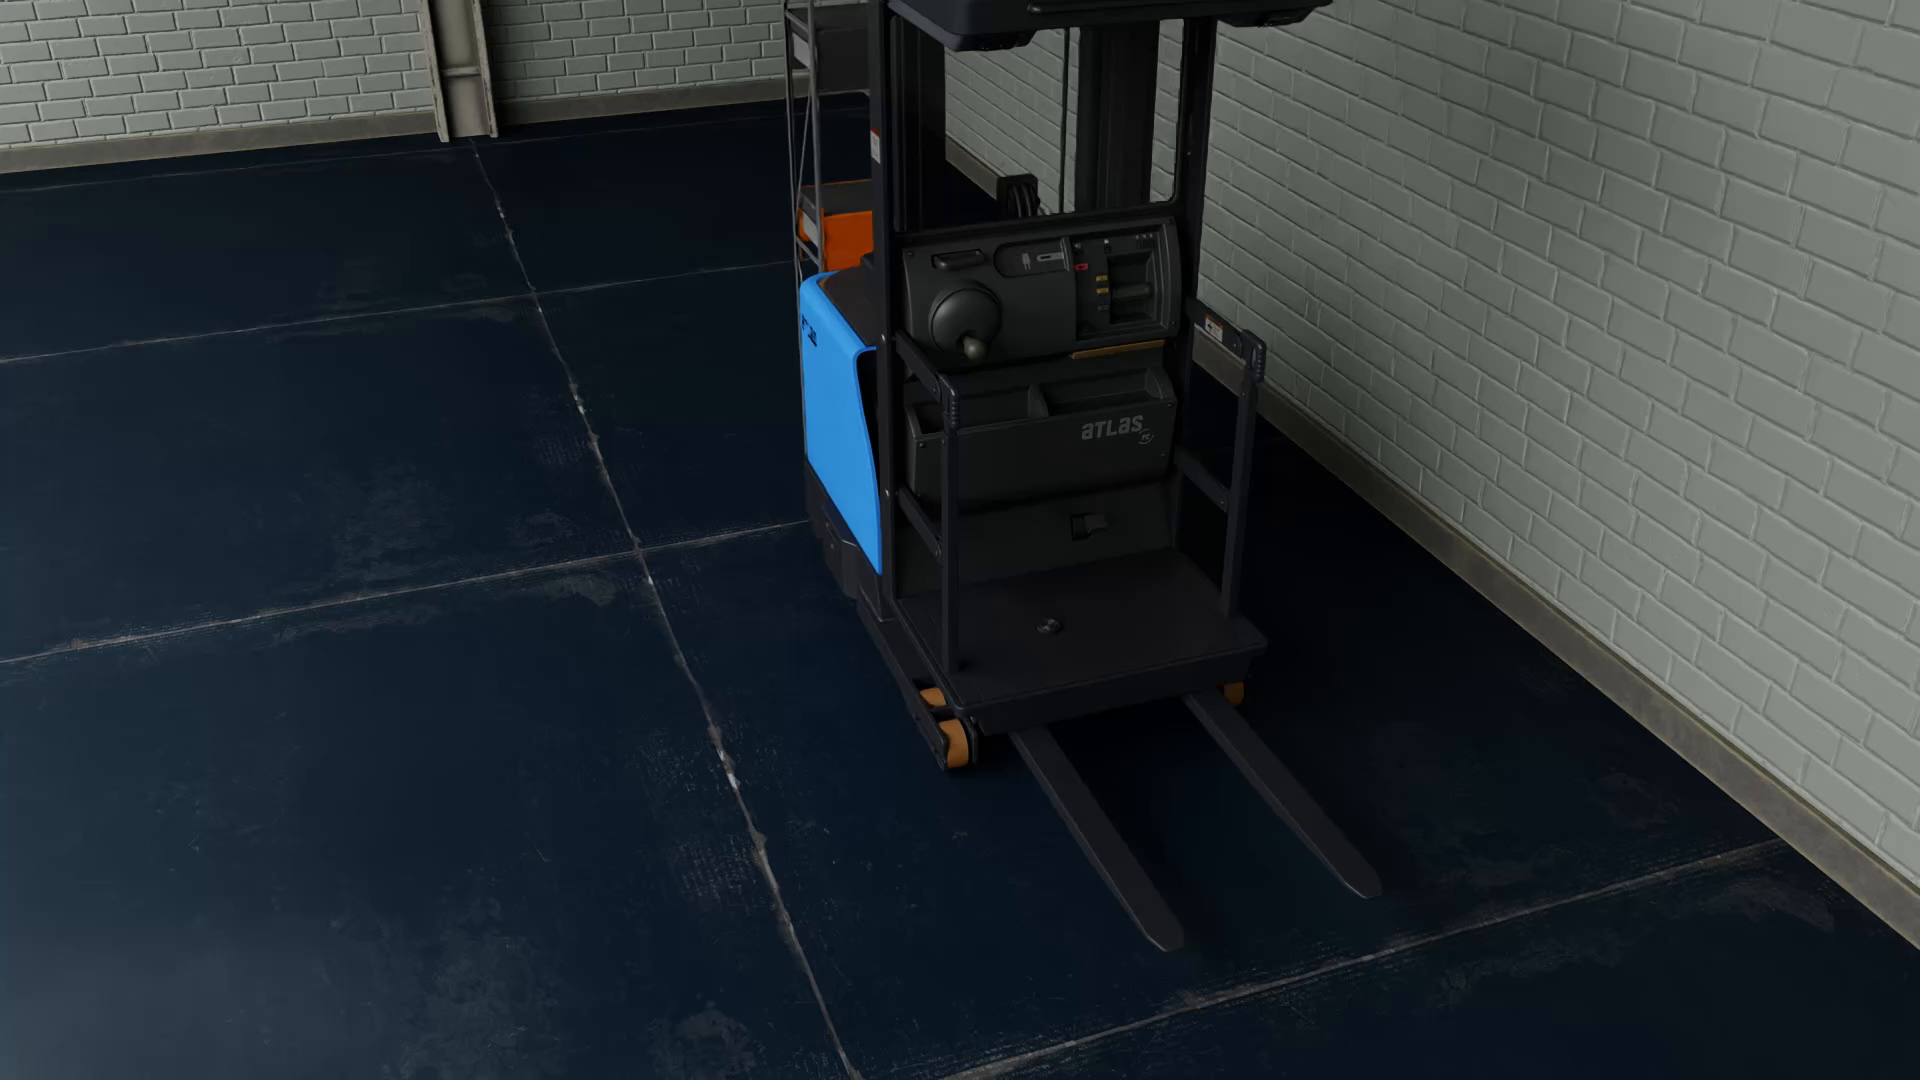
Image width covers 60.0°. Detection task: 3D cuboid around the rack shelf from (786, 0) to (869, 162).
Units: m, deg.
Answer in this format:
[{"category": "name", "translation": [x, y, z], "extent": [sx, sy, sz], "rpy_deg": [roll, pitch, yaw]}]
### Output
[{"category": "rack shelf", "translation": [-0.375, -1.783, 6.372], "extent": [0.480, 0.518, 0.431], "rpy_deg": [-11, 31, -18]}]

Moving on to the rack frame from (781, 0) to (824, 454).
[{"category": "rack frame", "translation": [-0.604, -1.144, 6.638], "extent": [0.015, 2.100, 0.400], "rpy_deg": [-11, 31, -18]}]

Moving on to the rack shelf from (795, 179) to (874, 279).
[{"category": "rack shelf", "translation": [-0.375, -1.175, 6.719], "extent": [0.480, 0.518, 0.431], "rpy_deg": [-11, 31, -18]}]

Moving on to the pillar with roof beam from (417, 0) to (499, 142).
[{"category": "pillar with roof beam", "translation": [-1.995, -4.800, 6.085], "extent": [0.400, 9.000, 9.100], "rpy_deg": [-10, 31, -18]}]

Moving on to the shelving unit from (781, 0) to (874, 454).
[{"category": "shelving unit", "translation": [-0.375, -1.187, 6.712], "extent": [0.503, 2.100, 0.431], "rpy_deg": [-11, 31, -18]}]

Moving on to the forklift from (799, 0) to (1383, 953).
[{"category": "forklift", "translation": [0.345, -0.753, 5.111], "extent": [1.130, 2.935, 3.031], "rpy_deg": [-10, 31, -17]}]
